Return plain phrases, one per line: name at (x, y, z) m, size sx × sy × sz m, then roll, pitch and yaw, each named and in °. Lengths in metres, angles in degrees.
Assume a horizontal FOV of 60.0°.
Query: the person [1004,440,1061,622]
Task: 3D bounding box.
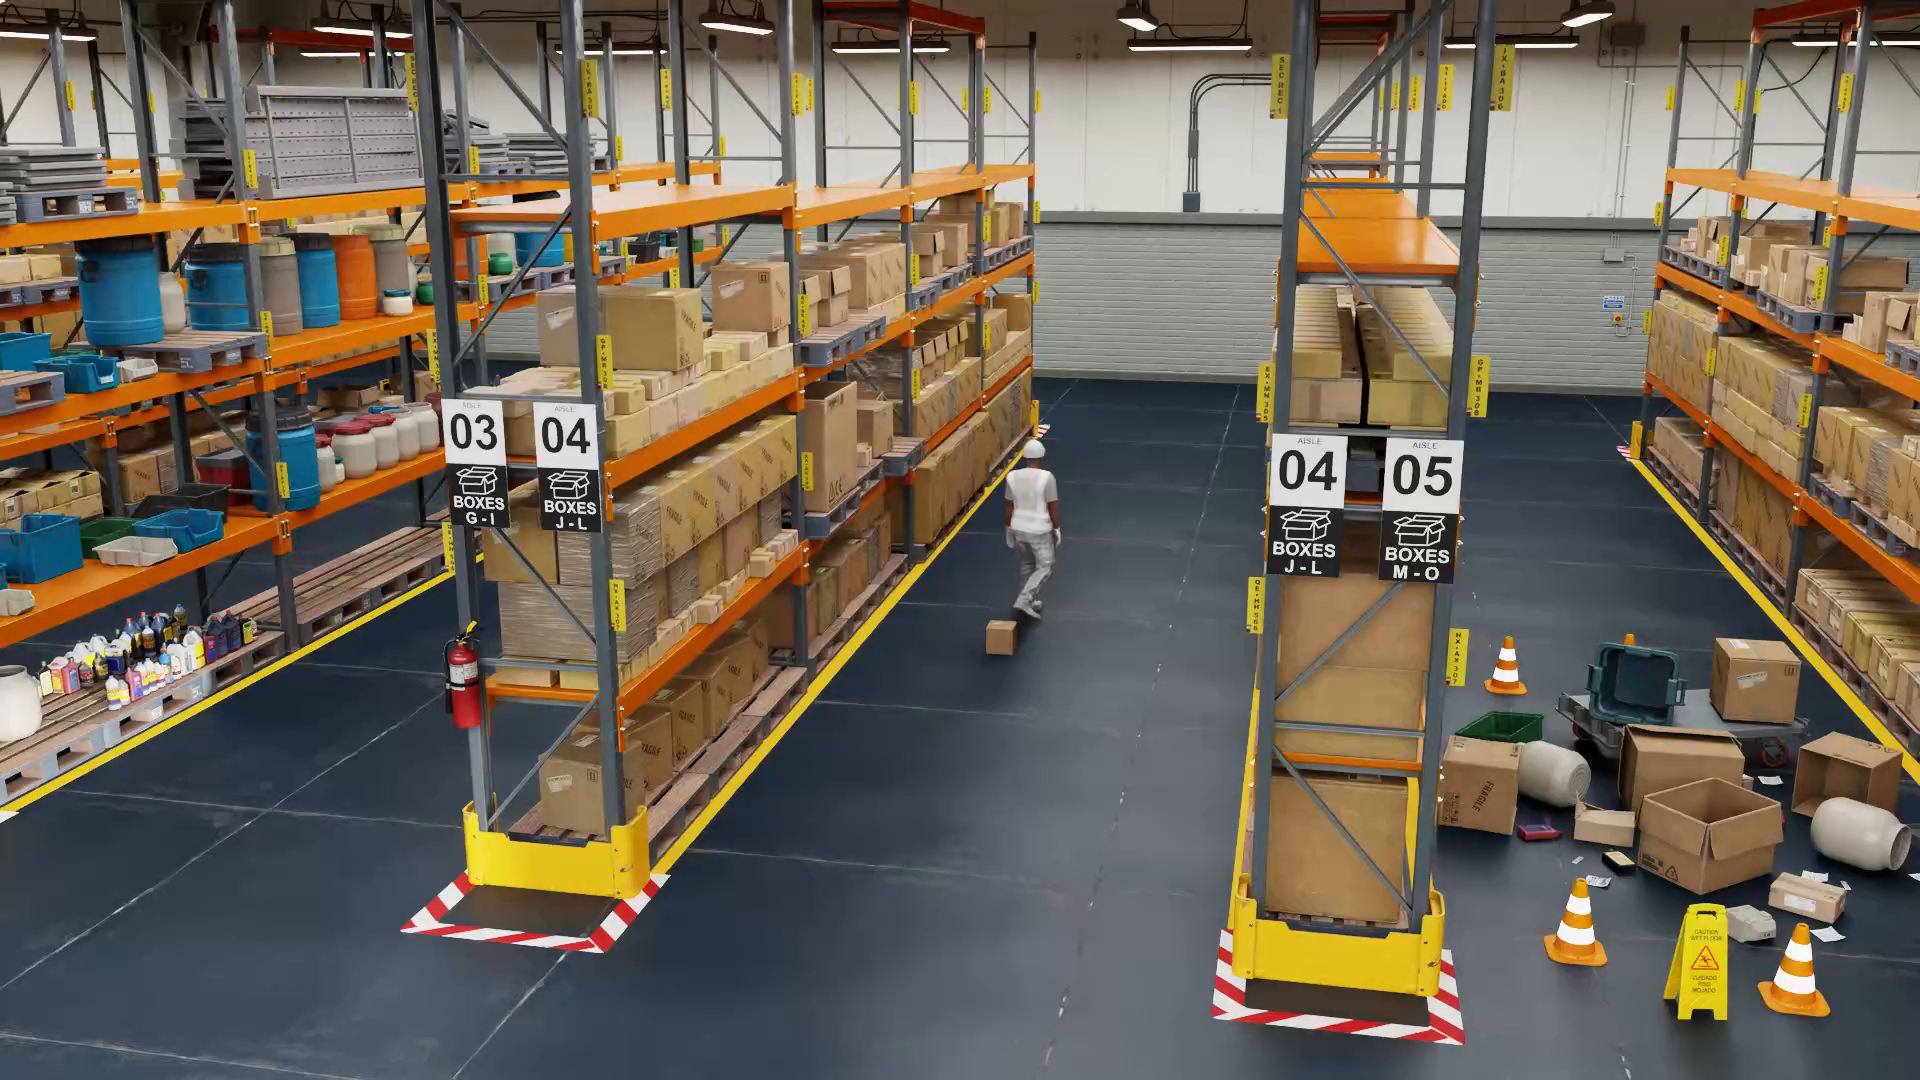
person at (0.674, -0.074, 16.200) m, size 0.584 × 1.778 × 0.823 m, roll 9°, pitch 17°, yaw 32°
